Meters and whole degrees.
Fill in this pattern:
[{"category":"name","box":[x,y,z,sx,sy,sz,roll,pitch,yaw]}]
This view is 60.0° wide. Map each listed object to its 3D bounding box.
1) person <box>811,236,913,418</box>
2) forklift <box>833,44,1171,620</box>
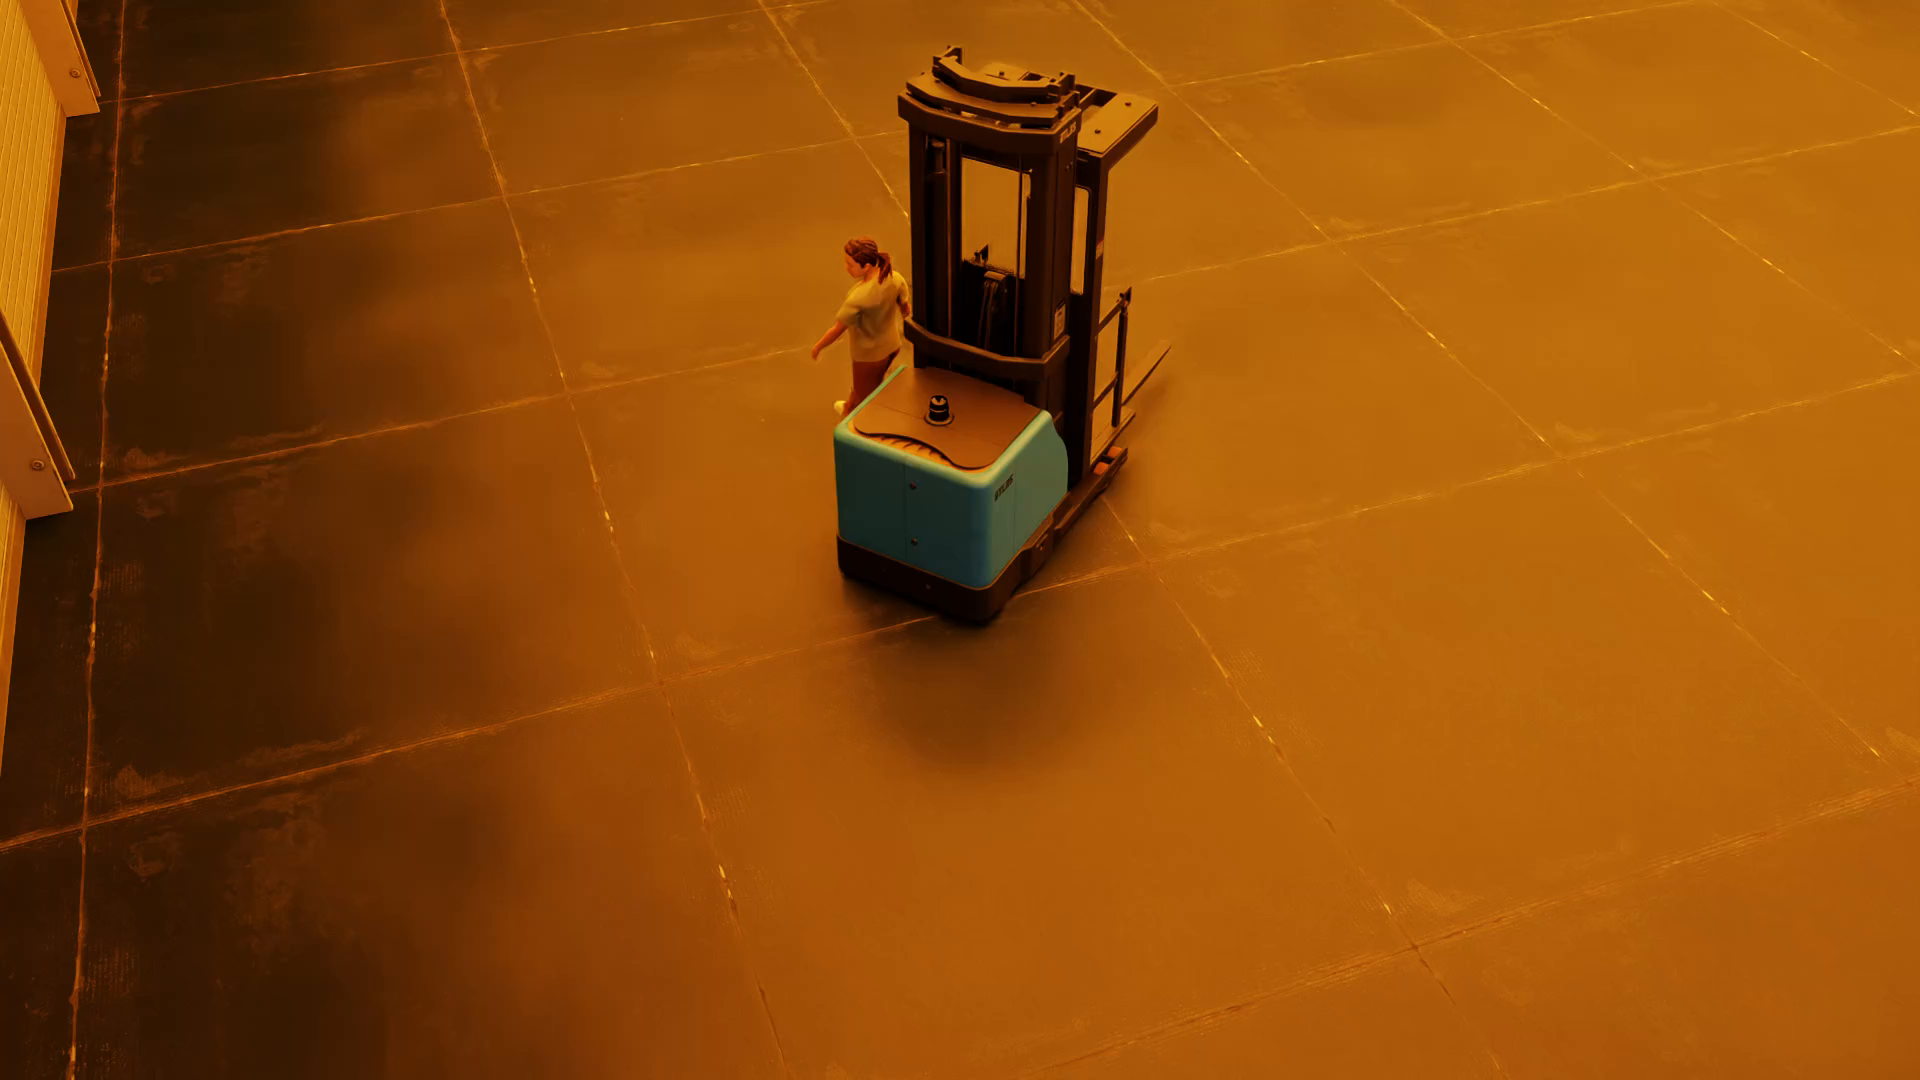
[{"category":"person","box":[-0.601,-1.232,10.490,0.845,1.644,0.653,24,46,26]},{"category":"forklift","box":[0.432,-1.590,9.889,1.130,2.935,3.031,20,44,22]}]
